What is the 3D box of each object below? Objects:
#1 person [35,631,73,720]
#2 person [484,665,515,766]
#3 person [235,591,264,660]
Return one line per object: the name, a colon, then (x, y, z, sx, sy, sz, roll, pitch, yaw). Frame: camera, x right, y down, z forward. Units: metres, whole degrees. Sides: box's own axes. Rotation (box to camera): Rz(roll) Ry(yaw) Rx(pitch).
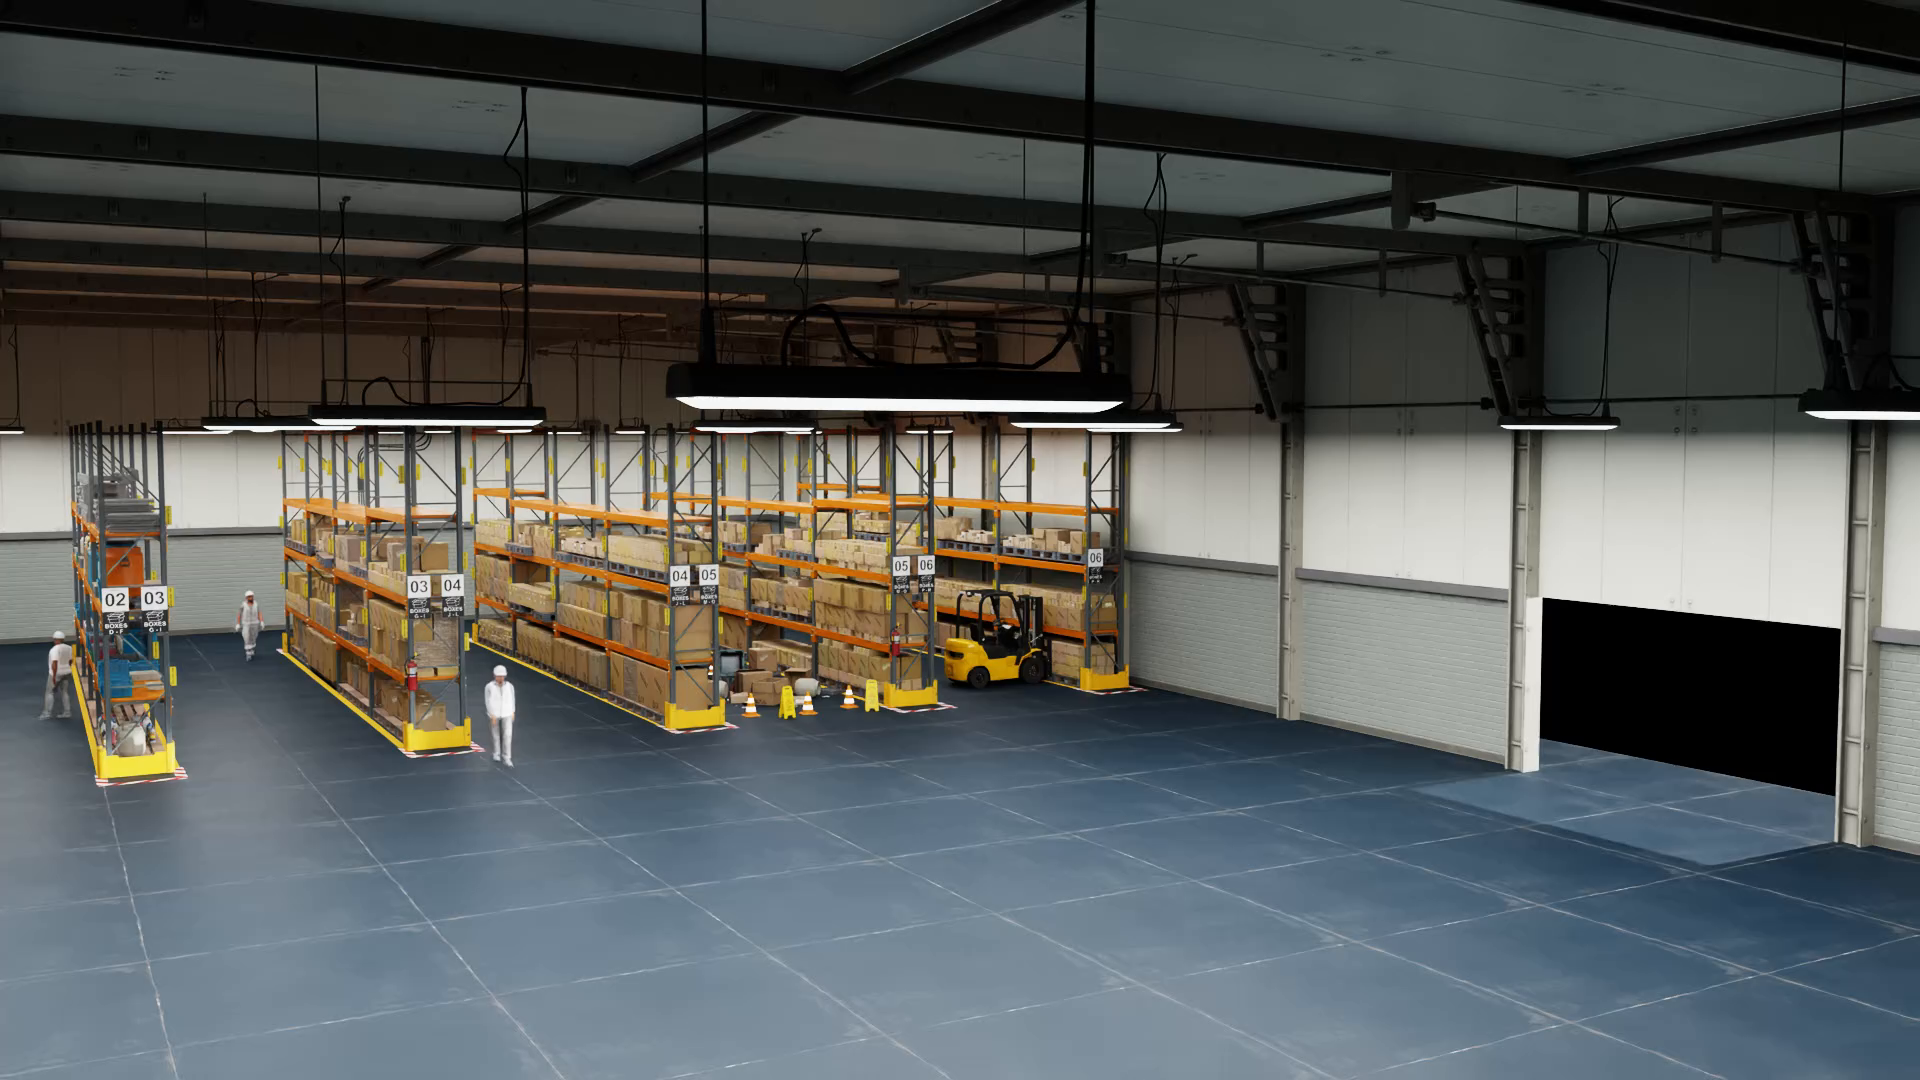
person: (-18.383, 2.750, 33.867, 0.625, 1.775, 0.646, 1, 4, 17)
person: (-8.019, 3.052, 29.043, 0.532, 1.713, 0.988, -2, 4, -23)
person: (-18.301, 2.178, 42.863, 0.681, 1.724, 1.034, -2, 4, -28)
